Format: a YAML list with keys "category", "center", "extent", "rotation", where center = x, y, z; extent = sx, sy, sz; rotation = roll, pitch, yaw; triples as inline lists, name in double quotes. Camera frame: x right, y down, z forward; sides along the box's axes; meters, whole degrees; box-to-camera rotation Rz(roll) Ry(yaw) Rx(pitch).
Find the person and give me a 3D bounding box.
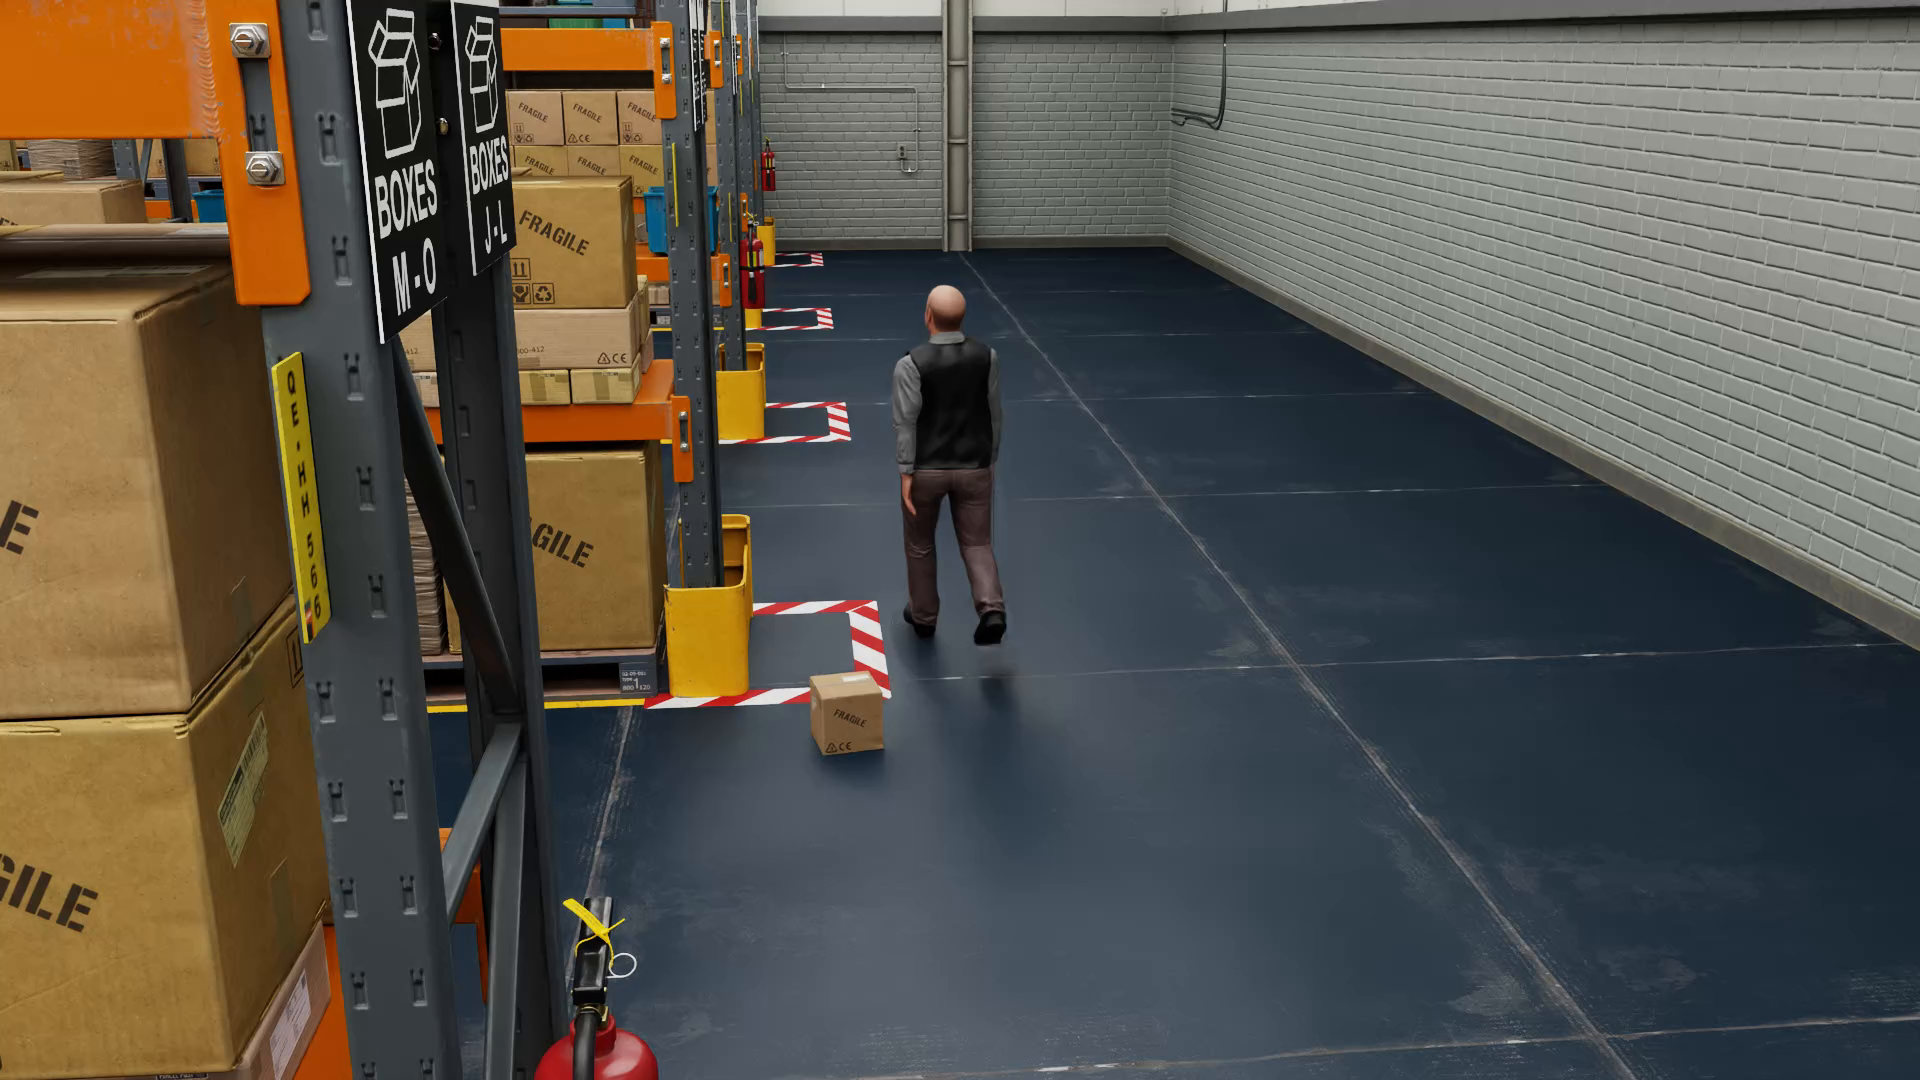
- category: "person"
  center: [-0.050, -0.313, 7.628]
  extent: [0.532, 1.694, 0.905]
  rotation: [-5, 17, -15]
